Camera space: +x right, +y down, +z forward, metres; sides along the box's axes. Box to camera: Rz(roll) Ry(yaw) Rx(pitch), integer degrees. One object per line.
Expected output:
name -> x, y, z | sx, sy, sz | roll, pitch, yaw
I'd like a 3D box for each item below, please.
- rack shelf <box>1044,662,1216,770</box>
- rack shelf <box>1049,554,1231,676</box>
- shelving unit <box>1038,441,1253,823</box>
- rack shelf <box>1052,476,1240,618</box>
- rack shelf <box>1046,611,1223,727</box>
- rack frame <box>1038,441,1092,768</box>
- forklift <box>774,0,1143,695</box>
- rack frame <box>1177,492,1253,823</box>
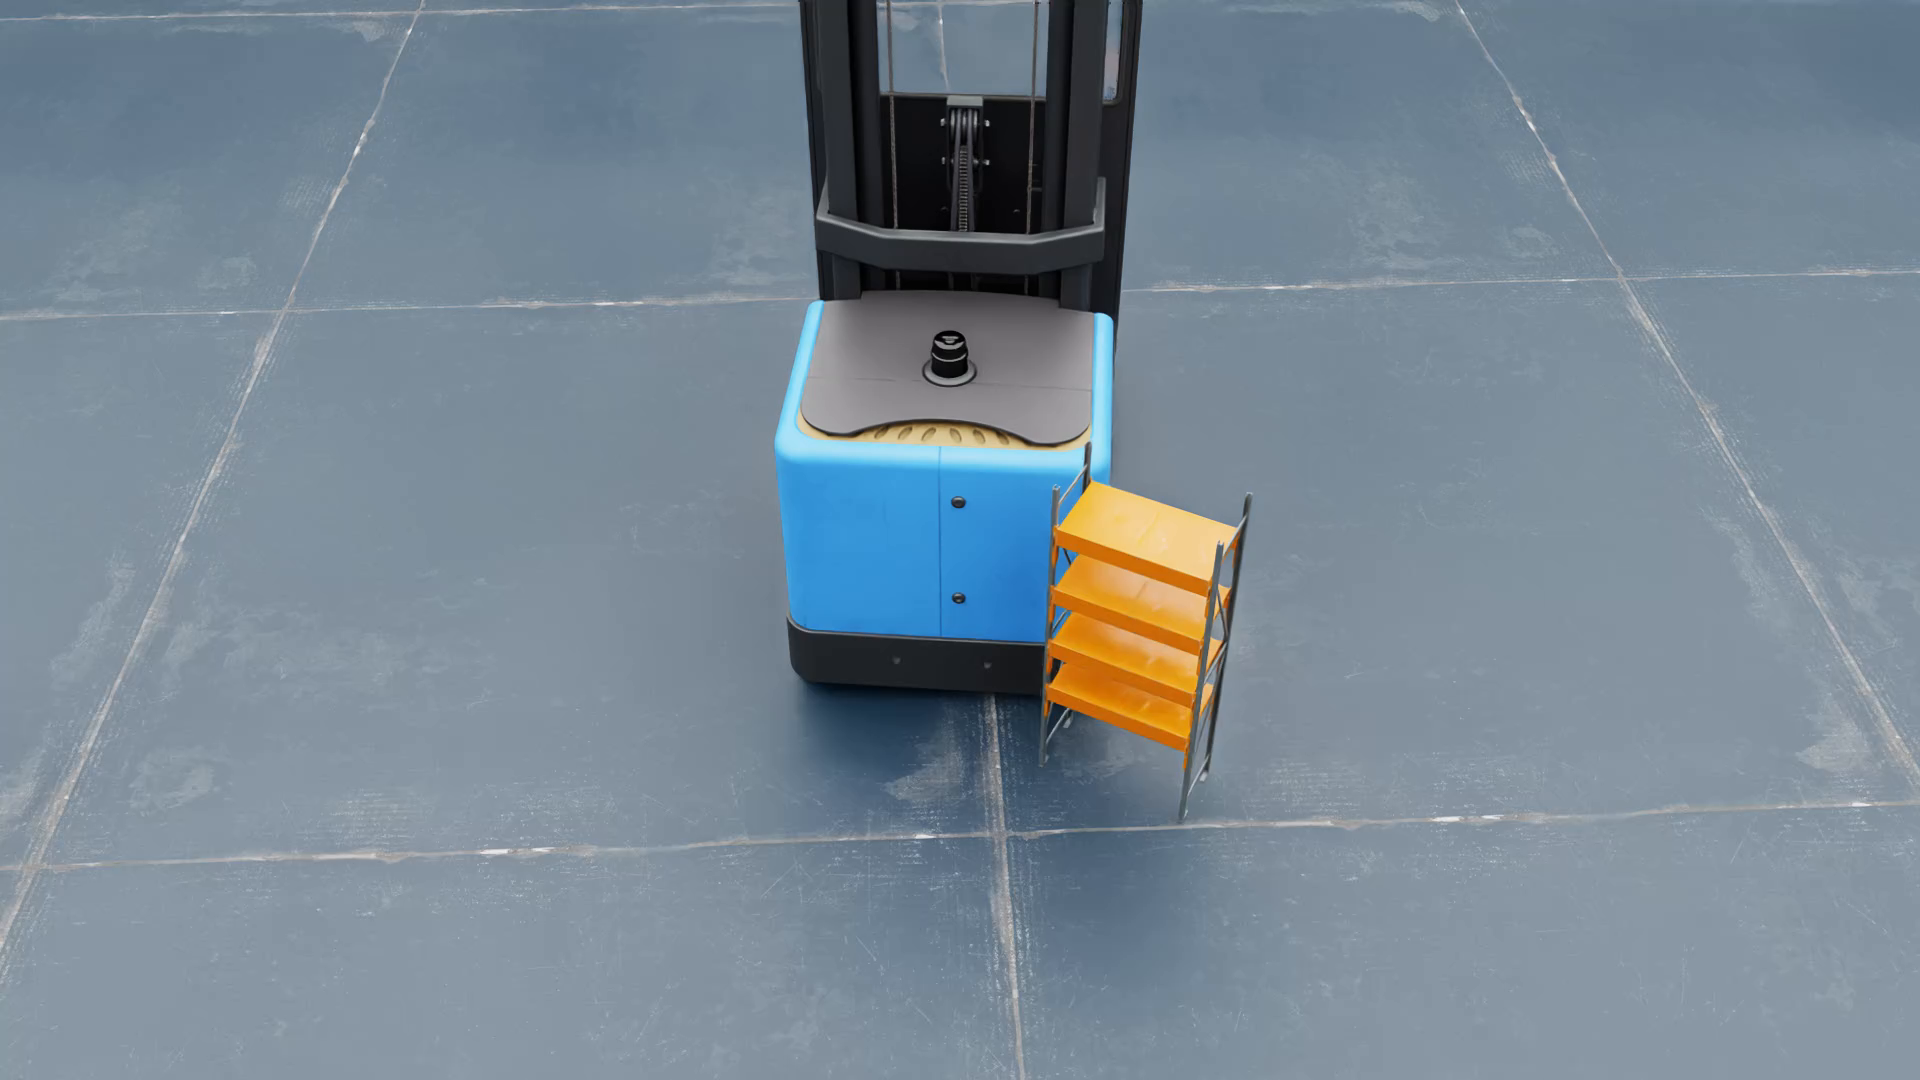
rack shelf -> 0.535, 0.502, 5.208 | 0.480, 0.148, 0.258 | 19, 46, 20
rack shelf -> 0.535, 0.191, 4.923 | 0.480, 0.148, 0.258 | 19, 46, 20
shelving unit -> 0.535, 0.306, 5.028 | 0.503, 1.200, 0.258 | 19, 46, 20
rack shelf -> 0.535, 0.016, 4.763 | 0.480, 0.148, 0.258 | 19, 46, 20
rack shelf -> 0.535, 0.355, 5.074 | 0.480, 0.148, 0.258 | 19, 46, 20
rack frame -> 0.319, 0.230, 5.112 | 0.015, 1.200, 0.240 | 19, 46, 20
forklift -> 0.054, -1.544, 5.766 | 1.130, 2.935, 3.031 | 3, 43, 3
rack frame -> 0.751, 0.382, 4.945 | 0.015, 1.200, 0.240 | 19, 46, 20
